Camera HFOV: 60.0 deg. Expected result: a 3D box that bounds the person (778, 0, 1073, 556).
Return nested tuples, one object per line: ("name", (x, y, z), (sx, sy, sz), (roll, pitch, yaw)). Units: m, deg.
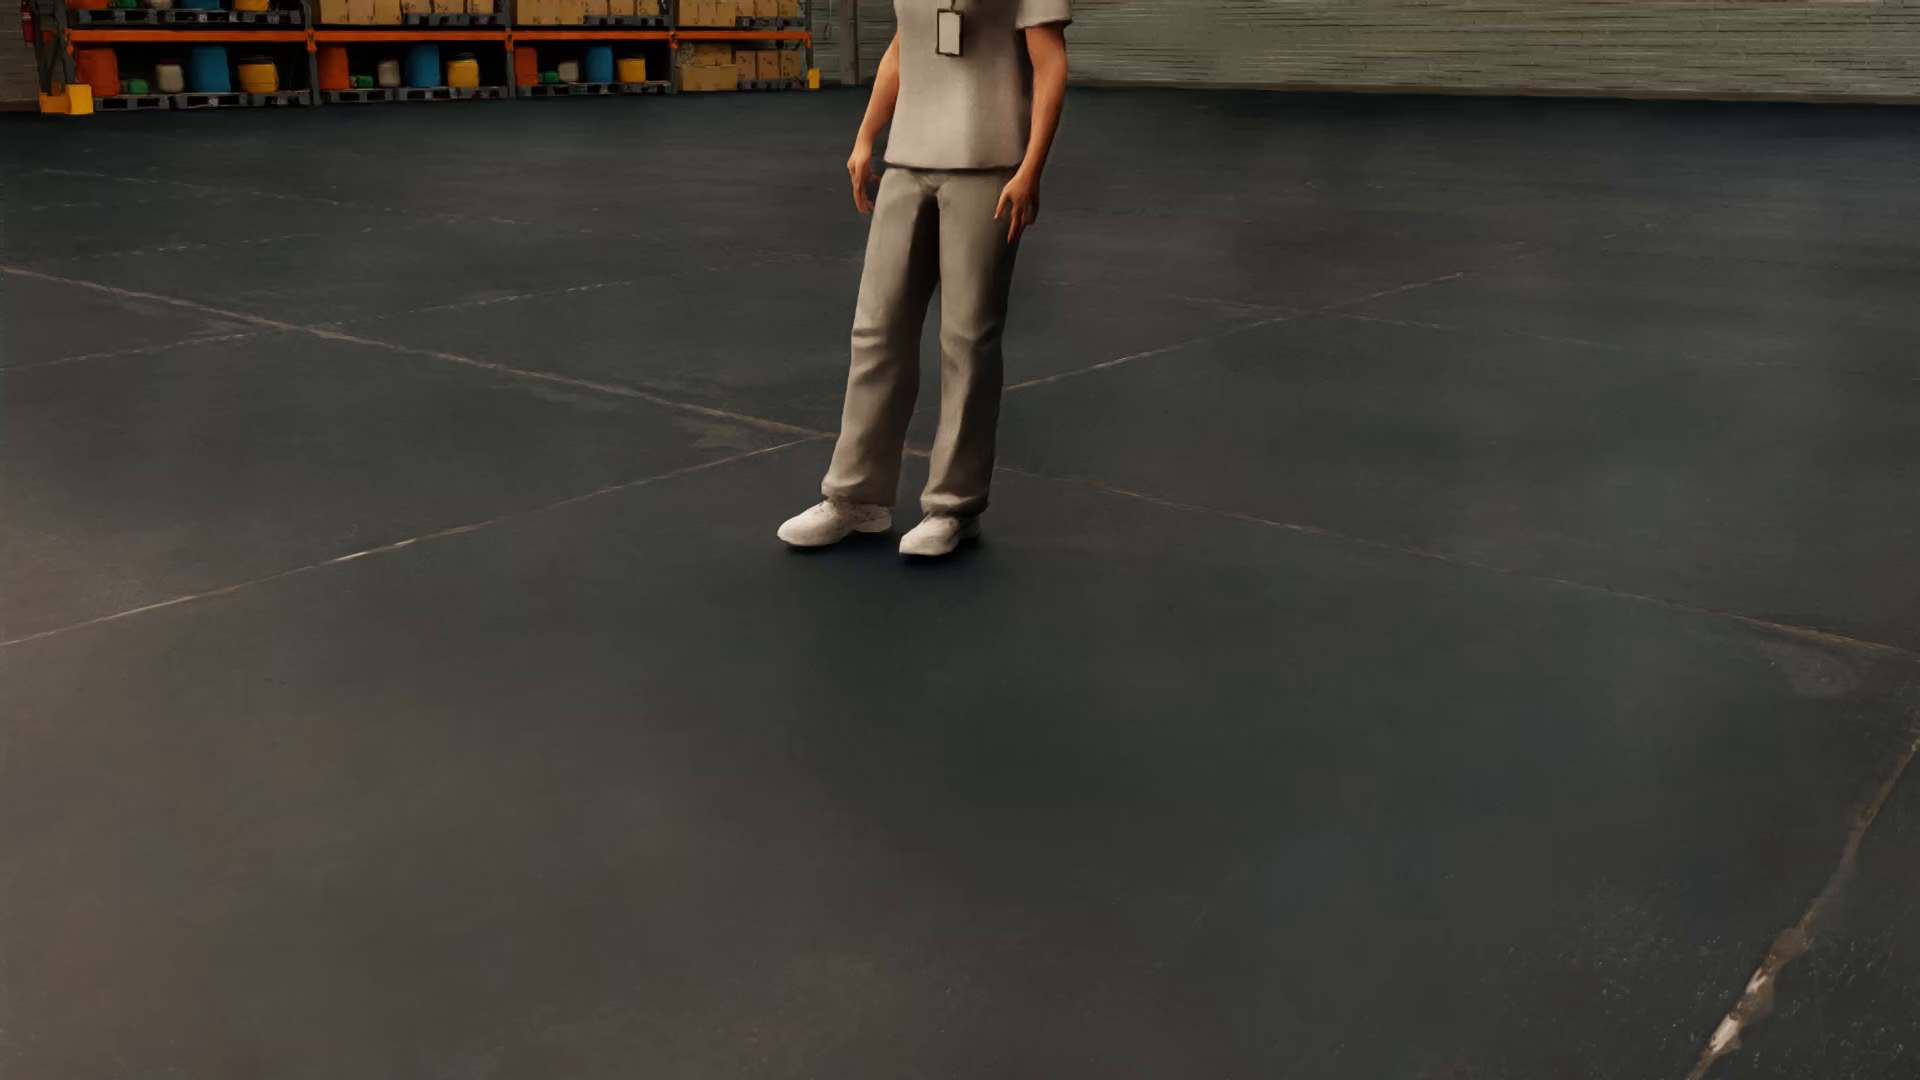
("person", (-0.057, -0.794, 3.650), (0.550, 1.674, 0.548), (13, 21, 37))
